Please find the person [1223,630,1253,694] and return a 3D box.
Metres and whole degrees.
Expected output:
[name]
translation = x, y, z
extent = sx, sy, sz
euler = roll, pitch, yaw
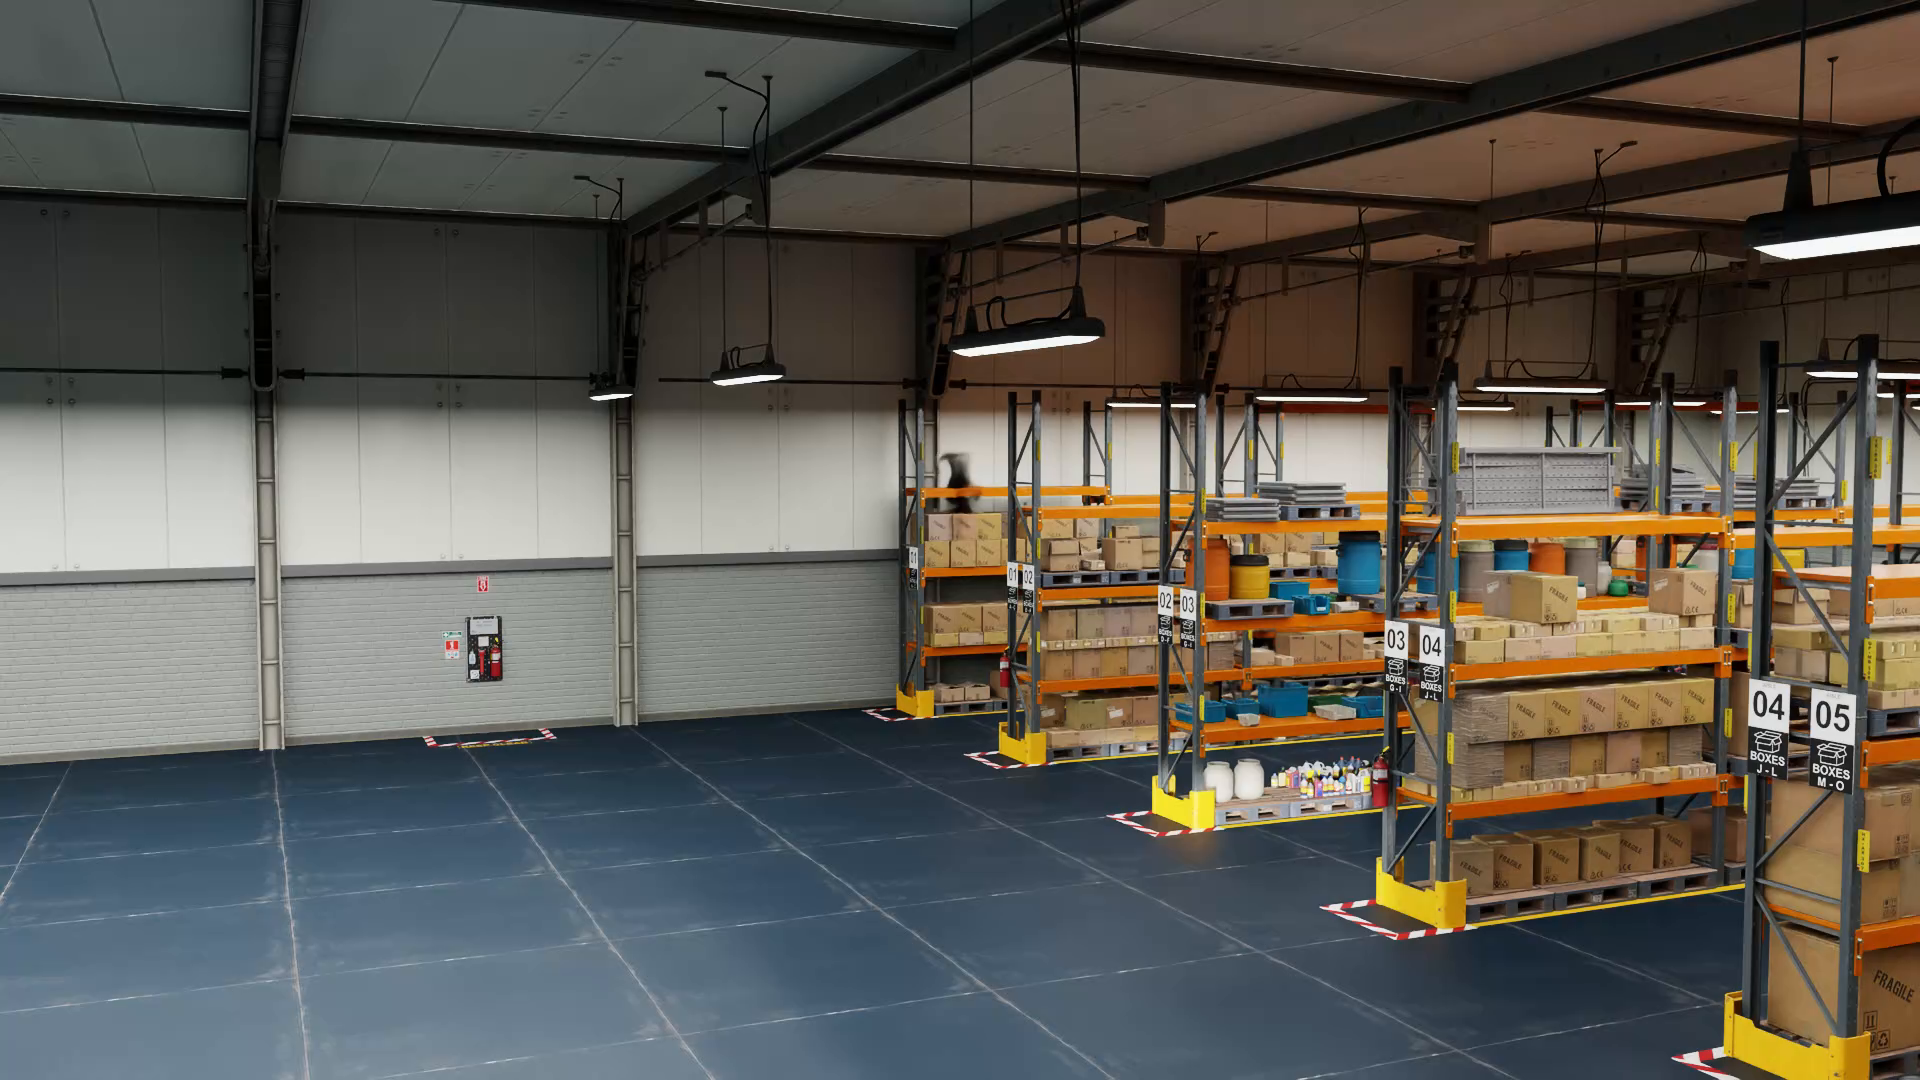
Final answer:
[person]
translation = 5.282, 2.443, 31.435
extent = 0.725, 1.799, 0.626
euler = -2, 4, -33
